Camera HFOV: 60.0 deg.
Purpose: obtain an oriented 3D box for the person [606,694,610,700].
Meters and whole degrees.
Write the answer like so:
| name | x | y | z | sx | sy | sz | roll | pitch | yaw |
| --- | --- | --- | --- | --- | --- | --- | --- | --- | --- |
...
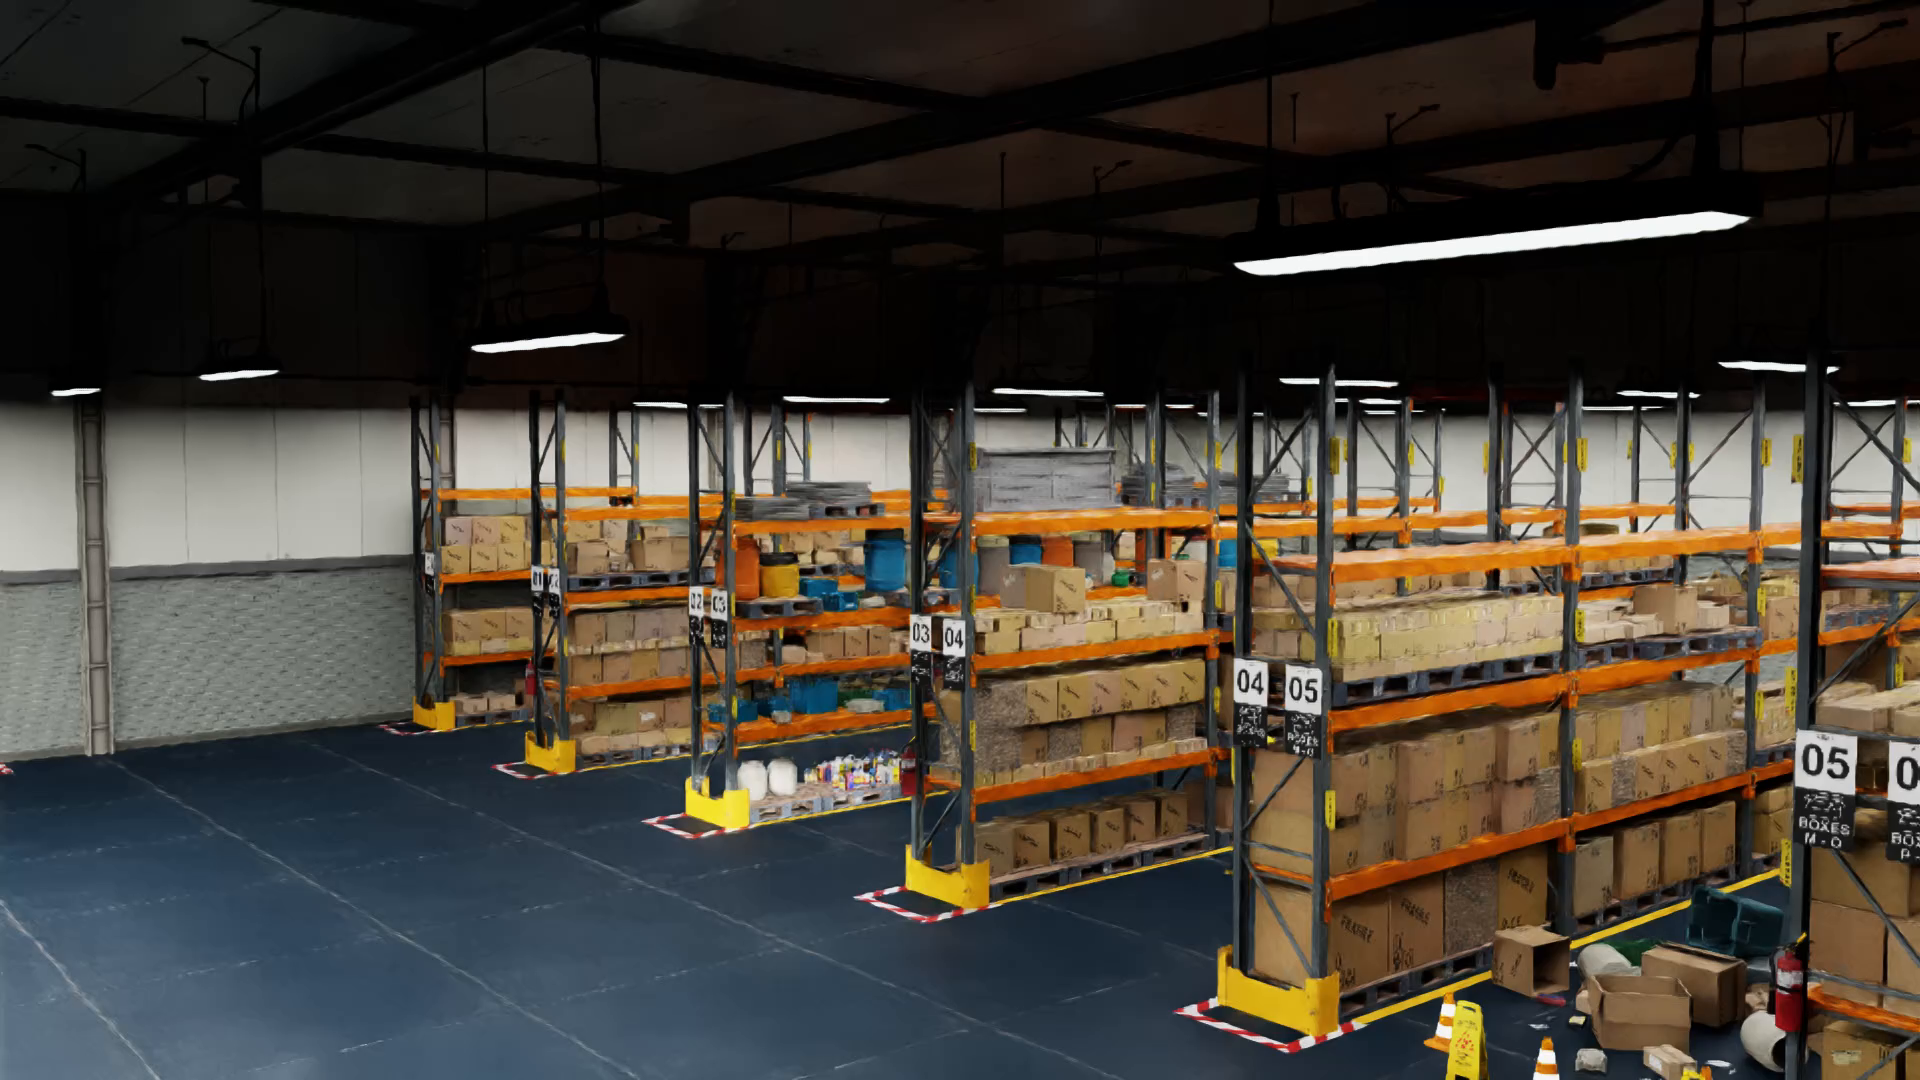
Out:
| name | x | y | z | sx | sy | sz | roll | pitch | yaw |
| --- | --- | --- | --- | --- | --- | --- | --- | --- | --- |
| person | -6.478 | 2.534 | 30.863 | 0.622 | 1.613 | 0.782 | 2 | 4 | 30 |

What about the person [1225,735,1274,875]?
| name | x | y | z | sx | sy | sz | roll | pitch | yaw |
| --- | --- | --- | --- | --- | --- | --- | --- | --- | --- |
| person | 3.661 | 3.145 | 19.715 | 1.128 | 1.689 | 0.575 | -3 | 4 | -41 |
